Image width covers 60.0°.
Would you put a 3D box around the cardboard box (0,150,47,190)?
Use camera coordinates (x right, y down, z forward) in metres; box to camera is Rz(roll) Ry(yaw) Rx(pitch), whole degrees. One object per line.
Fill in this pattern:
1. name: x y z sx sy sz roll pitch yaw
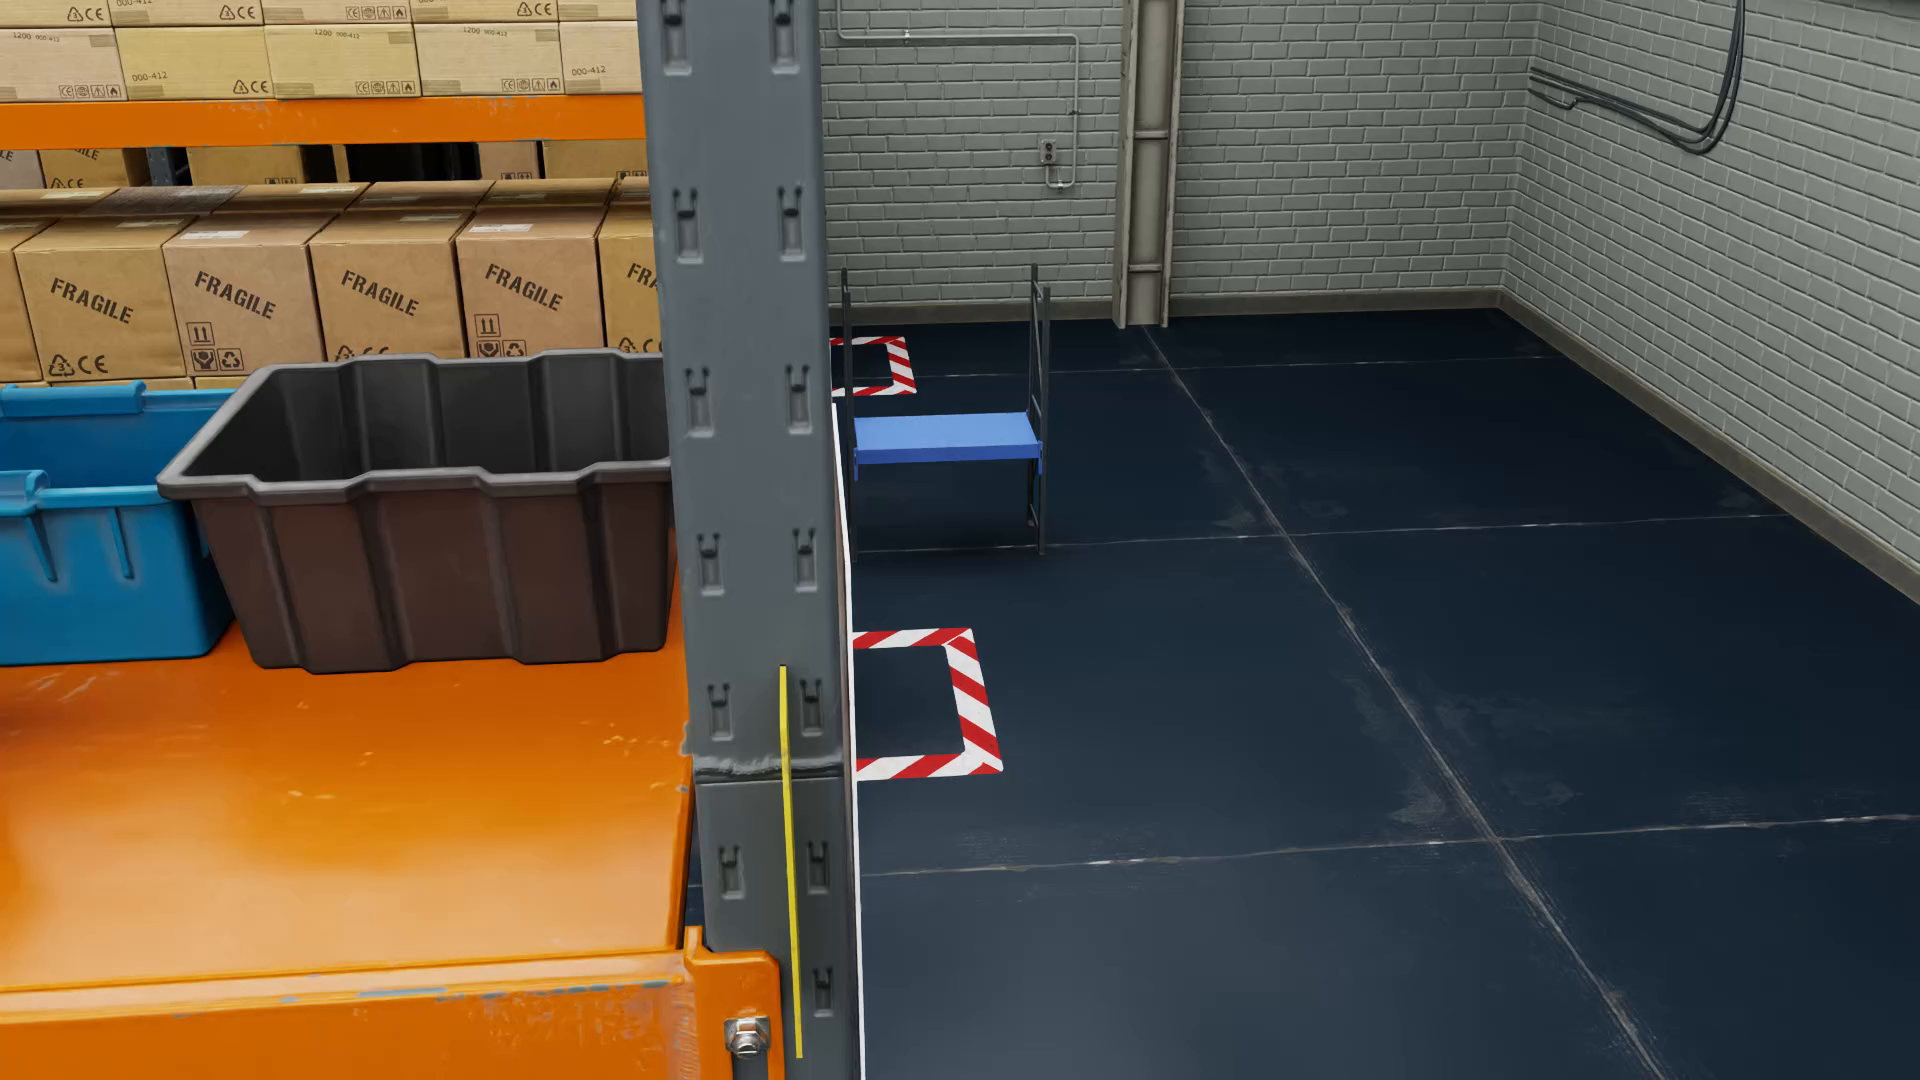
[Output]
1. cardboard box: -6.106 -2.519 10.710 0.500 0.500 0.500 -2 24 -5

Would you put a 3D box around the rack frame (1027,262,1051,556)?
1. rack frame: 0.421 -0.702 8.983 0.032 1.500 0.500 -2 24 -5

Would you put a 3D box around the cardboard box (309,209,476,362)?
1. cardboard box: -2.128 -0.961 6.364 0.500 0.500 0.500 -2 24 -4

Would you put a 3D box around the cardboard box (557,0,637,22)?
1. cardboard box: -1.180 -2.037 6.017 0.500 0.250 0.500 -2 24 -5

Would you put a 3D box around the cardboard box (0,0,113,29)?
1. cardboard box: -3.170 -1.956 5.834 0.500 0.250 0.500 -2 24 -5

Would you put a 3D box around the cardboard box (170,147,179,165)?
1. cardboard box: -5.647 -2.747 11.223 0.500 0.500 0.500 -3 24 -7

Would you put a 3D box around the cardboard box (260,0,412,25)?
1. cardboard box: -2.175 -1.999 5.930 0.500 0.250 0.500 -2 24 -5

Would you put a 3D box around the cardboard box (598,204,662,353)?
1. cardboard box: -1.109 -1.004 6.461 0.500 0.500 0.500 -3 24 -6

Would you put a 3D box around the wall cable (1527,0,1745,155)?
1. wall cable: 4.480 -4.036 11.074 0.112 2.526 3.097 -2 24 -5

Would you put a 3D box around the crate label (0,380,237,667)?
1. crate label: -1.160 -0.024 2.102 0.502 0.251 0.408 -2 24 -5

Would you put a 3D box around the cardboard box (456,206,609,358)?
1. cardboard box: -1.612 -0.983 6.415 0.500 0.500 0.500 -2 24 -4

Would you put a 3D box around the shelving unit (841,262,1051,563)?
1. shelving unit: -0.085 -0.682 8.938 1.048 1.500 0.538 -2 24 -5

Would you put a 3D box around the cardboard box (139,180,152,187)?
1. cardboard box: -5.473 -2.239 10.879 0.250 0.149 0.380 -2 24 -5

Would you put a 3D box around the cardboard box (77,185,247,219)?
1. cardboard box: -3.185 -1.140 6.767 0.500 0.500 0.500 -2 24 -5

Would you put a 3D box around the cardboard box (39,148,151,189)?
1. cardboard box: -5.599 -2.543 10.765 0.500 0.500 0.500 -3 24 -6

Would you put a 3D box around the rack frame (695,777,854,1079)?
1. rack frame: -0.210 1.372 2.470 0.127 3.000 1.000 -2 24 -5

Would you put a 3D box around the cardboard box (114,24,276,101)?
1. cardboard box: -2.673 -1.751 5.988 0.500 0.250 0.500 -2 24 -5

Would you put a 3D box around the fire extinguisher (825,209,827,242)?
1. fire extinguisher: -0.989 -2.246 11.165 0.183 0.674 0.296 -2 24 -5

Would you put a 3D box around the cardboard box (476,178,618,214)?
1. cardboard box: -1.681 -1.198 6.898 0.500 0.500 0.500 -2 24 -5

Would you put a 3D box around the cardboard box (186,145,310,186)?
1. cardboard box: -4.623 -2.625 11.093 0.700 0.700 0.980 -2 24 -4

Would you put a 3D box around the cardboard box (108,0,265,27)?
1. cardboard box: -2.672 -1.976 5.879 0.500 0.250 0.500 -2 24 -5

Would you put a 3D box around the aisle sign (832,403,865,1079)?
1. aisle sign: -0.110 0.300 1.682 0.004 0.787 0.394 -2 24 -5

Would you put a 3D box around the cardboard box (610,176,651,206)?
1. cardboard box: -1.161 -1.222 6.951 0.500 0.500 0.500 -2 24 -4

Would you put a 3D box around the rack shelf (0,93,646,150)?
1. rack shelf: -2.684 -1.592 6.332 4.000 0.370 1.077 -2 24 -5

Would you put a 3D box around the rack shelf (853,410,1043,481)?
1. rack shelf: -0.085 -0.518 9.011 1.000 0.185 0.538 -2 24 -5

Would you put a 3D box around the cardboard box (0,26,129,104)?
1. cardboard box: -3.170 -1.730 5.940 0.500 0.250 0.500 -2 24 -5

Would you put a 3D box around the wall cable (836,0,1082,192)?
1. wall cable: -0.003 -3.530 12.248 1.851 1.984 0.084 -2 24 -5

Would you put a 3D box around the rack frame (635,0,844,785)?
1. rack frame: -0.210 -1.369 1.252 0.127 3.000 1.000 -2 24 -5

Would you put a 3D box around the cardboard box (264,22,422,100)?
1. cardboard box: -2.174 -1.765 6.018 0.500 0.250 0.500 -2 24 -5

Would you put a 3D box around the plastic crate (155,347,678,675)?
1. plastic crate: -0.621 -0.036 2.106 0.590 0.269 0.497 -2 24 -5

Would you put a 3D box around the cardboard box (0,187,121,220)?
1. cardboard box: -3.687 -1.120 6.722 0.500 0.500 0.500 -3 24 -6

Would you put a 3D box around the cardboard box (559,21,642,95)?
1. cardboard box: -1.179 -1.805 6.110 0.500 0.250 0.500 -2 24 -5

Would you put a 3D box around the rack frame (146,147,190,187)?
1. rack frame: -5.165 -2.473 11.120 0.127 3.000 1.000 -2 24 -5

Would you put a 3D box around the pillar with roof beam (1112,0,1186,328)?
1. pillar with roof beam: 1.841 -4.091 7.375 0.400 9.000 9.100 -2 24 -5

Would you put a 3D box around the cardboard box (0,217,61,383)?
1. cardboard box: -3.664 -0.899 6.225 0.500 0.500 0.500 -3 24 -7

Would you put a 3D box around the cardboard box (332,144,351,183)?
1. cardboard box: -3.896 -2.652 11.154 0.700 0.700 0.980 -3 24 -6

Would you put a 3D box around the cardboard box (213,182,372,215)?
1. cardboard box: -2.684 -1.159 6.811 0.500 0.500 0.500 -3 24 -6

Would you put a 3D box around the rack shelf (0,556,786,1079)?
1. rack shelf: -2.201 0.410 1.827 4.000 0.370 1.077 -2 24 -5

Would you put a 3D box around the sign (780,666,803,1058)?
1. sign: -0.140 0.271 1.383 0.005 0.325 0.100 -2 24 -5

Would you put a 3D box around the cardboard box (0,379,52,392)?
1. cardboard box: -3.631 -0.448 6.442 0.500 0.500 0.500 -2 24 -4

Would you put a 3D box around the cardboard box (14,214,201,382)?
1. cardboard box: -3.153 -0.919 6.271 0.500 0.500 0.500 -3 24 -7

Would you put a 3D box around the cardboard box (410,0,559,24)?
1. cardboard box: -1.677 -2.017 5.971 0.500 0.250 0.500 -2 24 -5

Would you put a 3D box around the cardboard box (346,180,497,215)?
1. cardboard box: -2.179 -1.180 6.857 0.500 0.500 0.500 -2 24 -4

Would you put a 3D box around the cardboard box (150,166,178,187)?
1. cardboard box: -5.518 -2.434 11.317 0.250 0.149 0.380 -3 24 -7

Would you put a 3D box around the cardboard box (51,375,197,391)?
1. cardboard box: -3.133 -0.467 6.485 0.500 0.500 0.500 -2 24 -5

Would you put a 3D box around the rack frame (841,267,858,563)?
1. rack frame: -0.591 -0.662 8.892 0.032 1.500 0.500 -2 24 -5

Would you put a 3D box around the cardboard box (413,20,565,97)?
1. cardboard box: -1.678 -1.790 6.075 0.500 0.250 0.500 -2 24 -5

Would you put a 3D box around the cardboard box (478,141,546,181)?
1. cardboard box: -3.173 -2.685 11.228 0.700 0.700 0.980 -3 24 -8

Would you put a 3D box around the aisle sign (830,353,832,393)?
1. aisle sign: -0.168 0.061 2.219 0.004 0.787 0.394 -2 24 -5

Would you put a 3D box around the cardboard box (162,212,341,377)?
1. cardboard box: -2.639 -0.940 6.318 0.500 0.500 0.500 -2 24 -4

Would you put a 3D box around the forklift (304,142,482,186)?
1. forklift: -3.381 -1.505 9.028 3.031 2.935 1.130 3 24 6

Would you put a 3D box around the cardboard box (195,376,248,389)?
1. cardboard box: -2.627 -0.488 6.532 0.500 0.500 0.500 -3 24 -6

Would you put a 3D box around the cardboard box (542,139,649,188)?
1. cardboard box: -2.414 -2.711 11.288 0.700 0.700 0.980 -2 24 -6
